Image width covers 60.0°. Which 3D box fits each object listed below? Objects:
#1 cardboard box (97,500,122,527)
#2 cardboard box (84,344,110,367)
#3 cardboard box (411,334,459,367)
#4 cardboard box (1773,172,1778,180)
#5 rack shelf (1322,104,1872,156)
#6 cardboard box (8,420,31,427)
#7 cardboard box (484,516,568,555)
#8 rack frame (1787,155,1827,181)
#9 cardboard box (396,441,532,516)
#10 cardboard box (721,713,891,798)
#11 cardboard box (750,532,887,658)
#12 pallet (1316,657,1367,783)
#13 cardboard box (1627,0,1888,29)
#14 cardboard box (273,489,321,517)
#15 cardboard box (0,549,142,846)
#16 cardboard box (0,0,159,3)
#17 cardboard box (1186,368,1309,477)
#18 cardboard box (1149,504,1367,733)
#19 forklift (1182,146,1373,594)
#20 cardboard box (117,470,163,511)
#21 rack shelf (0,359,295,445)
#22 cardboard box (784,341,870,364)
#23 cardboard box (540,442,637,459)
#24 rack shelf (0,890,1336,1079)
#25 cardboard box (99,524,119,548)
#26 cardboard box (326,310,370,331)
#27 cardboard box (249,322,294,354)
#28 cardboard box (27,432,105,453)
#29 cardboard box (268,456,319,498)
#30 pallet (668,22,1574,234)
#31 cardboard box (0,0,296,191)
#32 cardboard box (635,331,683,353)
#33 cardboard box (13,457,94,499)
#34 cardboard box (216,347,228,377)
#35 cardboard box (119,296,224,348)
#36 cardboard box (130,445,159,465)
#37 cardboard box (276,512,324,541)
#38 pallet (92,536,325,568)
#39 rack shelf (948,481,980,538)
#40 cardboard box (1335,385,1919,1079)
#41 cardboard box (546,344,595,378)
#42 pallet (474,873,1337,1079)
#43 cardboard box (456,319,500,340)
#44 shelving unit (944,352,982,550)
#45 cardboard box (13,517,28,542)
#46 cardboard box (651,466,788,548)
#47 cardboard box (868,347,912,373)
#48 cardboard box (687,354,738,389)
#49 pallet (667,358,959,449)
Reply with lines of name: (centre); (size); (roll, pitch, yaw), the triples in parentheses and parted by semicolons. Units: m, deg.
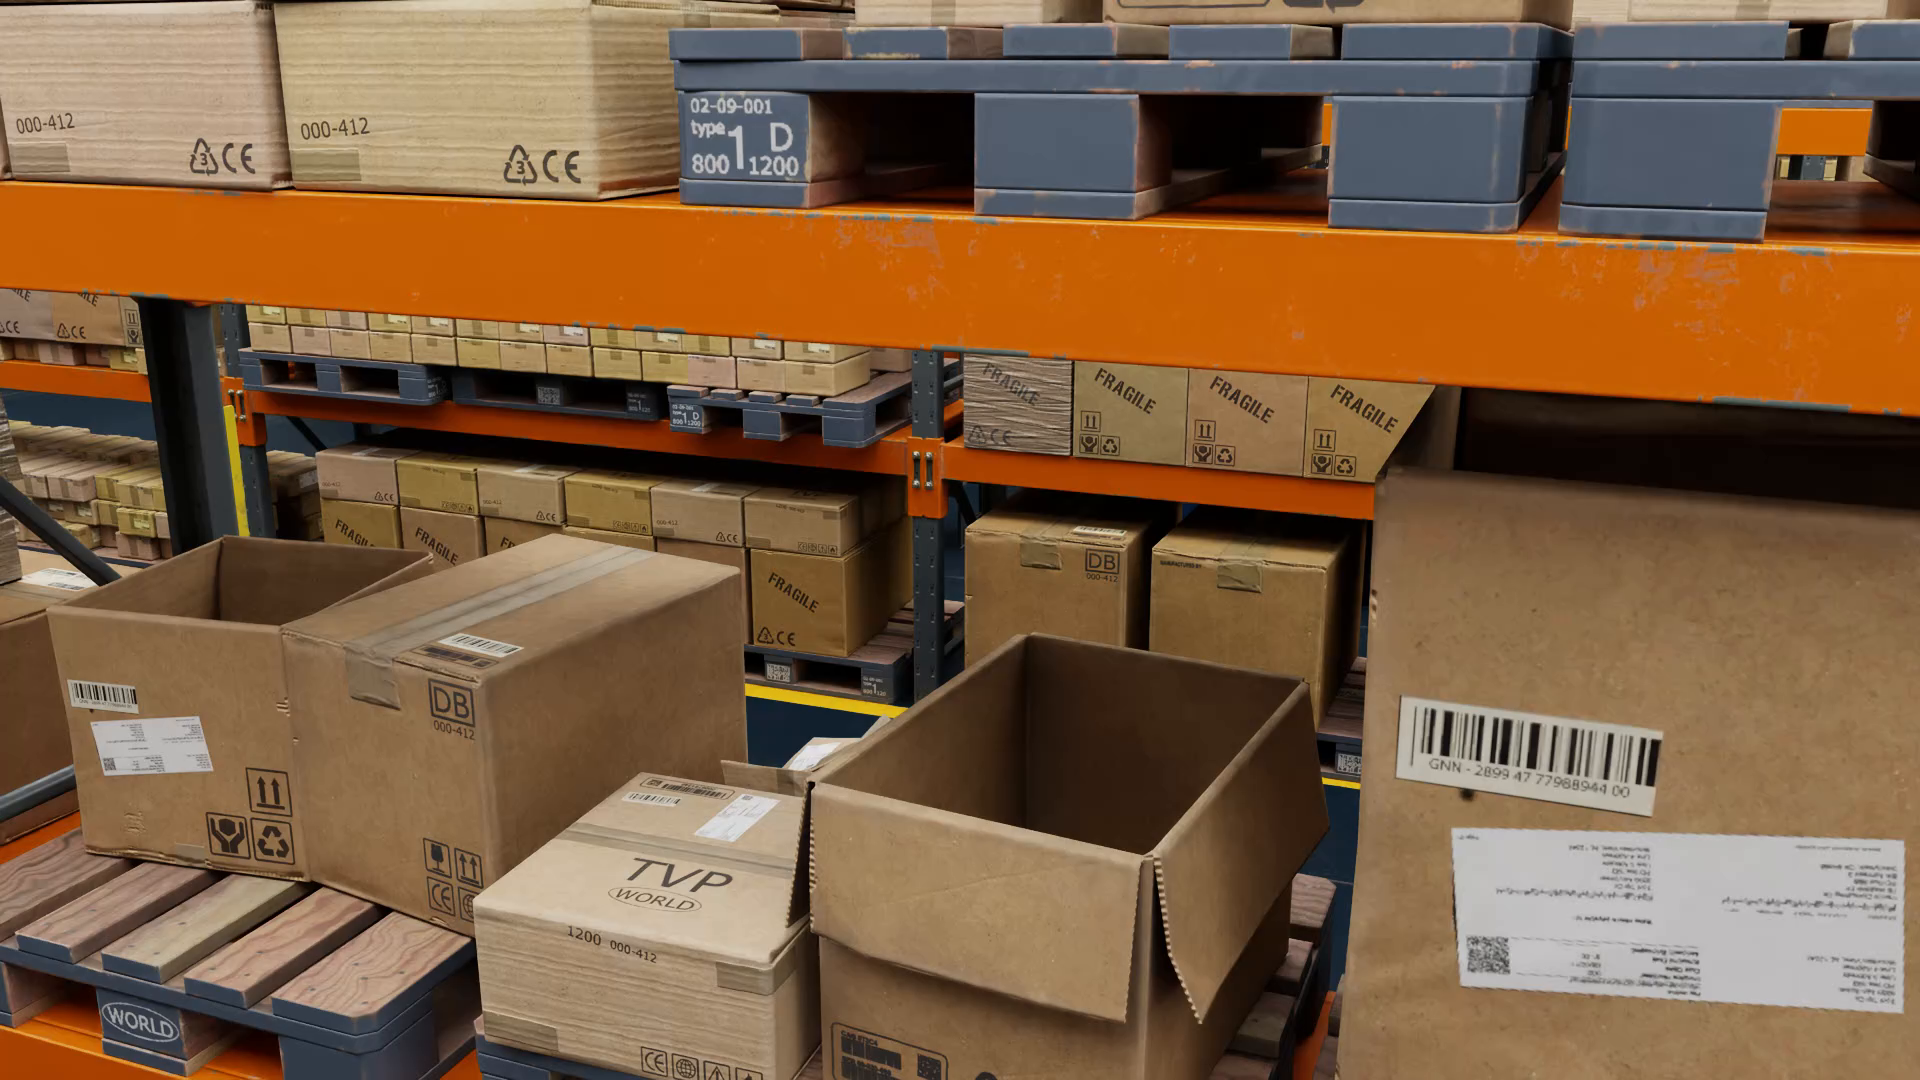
cardboard box: (-4.820, -0.193, 9.784); (0.250, 0.149, 0.380); (6, 17, 21)
cardboard box: (-4.773, -1.102, 9.540); (0.250, 0.149, 0.380); (6, 17, 19)
cardboard box: (-2.542, -0.985, 8.384); (0.250, 0.149, 0.380); (5, 17, 18)
cardboard box: (7.675, -3.326, 15.407); (0.250, 0.149, 0.380); (6, 17, 20)
rack shelf: (1.881, -1.650, 6.888); (4.000, 0.370, 1.077); (6, 17, 21)
cardboard box: (-6.336, -0.674, 10.908); (0.250, 0.149, 0.380); (6, 17, 19)
cardboard box: (-2.125, 0.078, 8.756); (0.500, 0.500, 0.500); (7, 17, 22)
rack frame: (5.464, -1.645, 10.959); (0.127, 3.000, 1.000); (6, 17, 21)
cardboard box: (-2.614, -0.332, 8.824); (0.500, 0.250, 0.500); (7, 18, 22)
cardboard box: (-0.243, 0.480, 3.129); (0.258, 0.266, 0.396); (6, 17, 19)
cardboard box: (-0.688, 0.239, 8.199); (0.500, 0.500, 0.500); (6, 17, 20)
pallet: (1.857, 0.805, 7.523); (1.213, 0.211, 1.003); (6, 17, 21)
cardboard box: (0.916, -0.723, 1.890); (0.258, 0.266, 0.396); (7, 18, 23)
cardboard box: (-3.920, -0.265, 10.031); (0.250, 0.149, 0.380); (7, 18, 23)
cardboard box: (-2.246, 0.348, 3.916); (0.500, 0.500, 0.500); (7, 18, 22)
cardboard box: (-1.080, -1.045, 2.436); (0.500, 0.500, 0.500); (6, 17, 21)
cardboard box: (1.282, -0.589, 7.143); (0.500, 0.500, 0.500); (6, 17, 21)
cardboard box: (1.368, 0.293, 7.566); (0.750, 0.750, 1.050); (7, 17, 21)
forklift: (2.770, -1.155, 9.396); (3.031, 2.935, 1.130); (5, 17, 16)
cardboard box: (-4.614, -0.296, 9.605); (0.250, 0.149, 0.380); (6, 17, 20)
rack shelf: (-5.561, -1.028, 10.125); (4.000, 0.370, 1.077); (6, 17, 21)
cardboard box: (-0.606, -0.916, 7.613); (0.250, 0.149, 0.380); (7, 17, 22)
cardboard box: (-1.945, -0.413, 9.103); (0.500, 0.250, 0.500); (5, 17, 18)
rack shelf: (-0.033, 1.066, 2.911); (4.000, 0.370, 1.077); (6, 17, 21)
cardboard box: (-4.871, -0.070, 9.896); (0.250, 0.149, 0.380); (6, 17, 19)
cardboard box: (-3.021, -1.181, 8.526); (0.250, 0.149, 0.380); (7, 17, 22)
cardboard box: (-3.503, -1.090, 8.747); (0.250, 0.149, 0.380); (5, 17, 18)
cardboard box: (-5.644, -0.562, 10.523); (0.250, 0.149, 0.380); (6, 17, 19)
cardboard box: (-3.945, -0.376, 9.883); (0.250, 0.149, 0.380); (7, 18, 23)
pallet: (0.326, -0.621, 2.389); (1.003, 0.211, 1.213); (6, 17, 21)
cardboard box: (-1.072, -0.686, 2.544); (0.500, 0.250, 0.500); (7, 17, 22)
cardboard box: (-1.333, -0.995, 7.885); (0.250, 0.149, 0.380); (6, 17, 21)
cardboard box: (-5.367, -0.371, 9.863); (0.250, 0.149, 0.380); (6, 17, 19)
cardboard box: (-4.052, -1.017, 9.247); (0.250, 0.149, 0.380); (6, 17, 20)
cardboard box: (-4.254, -1.336, 9.183); (0.500, 0.500, 0.500); (6, 17, 21)
cardboard box: (-4.891, -0.501, 10.312); (0.250, 0.149, 0.380); (7, 17, 22)
cardboard box: (-3.921, -0.122, 10.075); (0.250, 0.149, 0.380); (5, 17, 18)
pallet: (-4.338, 0.111, 9.914); (1.213, 0.211, 1.003); (6, 17, 21)
rack shelf: (-0.154, -0.340, 10.638); (0.480, 0.518, 0.431); (6, 17, 21)
cardboard box: (1.140, 0.318, 2.369); (1.000, 1.000, 1.000); (6, 17, 21)
cardboard box: (-1.798, -0.905, 8.107); (0.250, 0.149, 0.380); (7, 18, 22)
pallet: (-0.037, 0.800, 2.881); (1.213, 0.211, 1.003); (6, 17, 21)
cardboard box: (-2.281, -1.100, 8.248); (0.250, 0.149, 0.380); (6, 17, 20)
shelving unit: (-0.154, -1.025, 10.439); (0.503, 2.100, 0.431); (6, 17, 21)
cardboard box: (-5.608, -0.119, 10.065); (0.250, 0.149, 0.380); (6, 17, 21)
cardboard box: (-1.186, -0.172, 8.271); (0.500, 0.250, 0.500); (7, 17, 21)
cardboard box: (-0.322, -0.939, 8.225); (0.250, 0.149, 0.380); (6, 17, 20)
cardboard box: (-1.077, -0.824, 7.830); (0.250, 0.149, 0.380); (7, 17, 22)
pallet: (-0.682, -0.713, 8.094); (1.003, 0.211, 1.213); (6, 17, 21)
